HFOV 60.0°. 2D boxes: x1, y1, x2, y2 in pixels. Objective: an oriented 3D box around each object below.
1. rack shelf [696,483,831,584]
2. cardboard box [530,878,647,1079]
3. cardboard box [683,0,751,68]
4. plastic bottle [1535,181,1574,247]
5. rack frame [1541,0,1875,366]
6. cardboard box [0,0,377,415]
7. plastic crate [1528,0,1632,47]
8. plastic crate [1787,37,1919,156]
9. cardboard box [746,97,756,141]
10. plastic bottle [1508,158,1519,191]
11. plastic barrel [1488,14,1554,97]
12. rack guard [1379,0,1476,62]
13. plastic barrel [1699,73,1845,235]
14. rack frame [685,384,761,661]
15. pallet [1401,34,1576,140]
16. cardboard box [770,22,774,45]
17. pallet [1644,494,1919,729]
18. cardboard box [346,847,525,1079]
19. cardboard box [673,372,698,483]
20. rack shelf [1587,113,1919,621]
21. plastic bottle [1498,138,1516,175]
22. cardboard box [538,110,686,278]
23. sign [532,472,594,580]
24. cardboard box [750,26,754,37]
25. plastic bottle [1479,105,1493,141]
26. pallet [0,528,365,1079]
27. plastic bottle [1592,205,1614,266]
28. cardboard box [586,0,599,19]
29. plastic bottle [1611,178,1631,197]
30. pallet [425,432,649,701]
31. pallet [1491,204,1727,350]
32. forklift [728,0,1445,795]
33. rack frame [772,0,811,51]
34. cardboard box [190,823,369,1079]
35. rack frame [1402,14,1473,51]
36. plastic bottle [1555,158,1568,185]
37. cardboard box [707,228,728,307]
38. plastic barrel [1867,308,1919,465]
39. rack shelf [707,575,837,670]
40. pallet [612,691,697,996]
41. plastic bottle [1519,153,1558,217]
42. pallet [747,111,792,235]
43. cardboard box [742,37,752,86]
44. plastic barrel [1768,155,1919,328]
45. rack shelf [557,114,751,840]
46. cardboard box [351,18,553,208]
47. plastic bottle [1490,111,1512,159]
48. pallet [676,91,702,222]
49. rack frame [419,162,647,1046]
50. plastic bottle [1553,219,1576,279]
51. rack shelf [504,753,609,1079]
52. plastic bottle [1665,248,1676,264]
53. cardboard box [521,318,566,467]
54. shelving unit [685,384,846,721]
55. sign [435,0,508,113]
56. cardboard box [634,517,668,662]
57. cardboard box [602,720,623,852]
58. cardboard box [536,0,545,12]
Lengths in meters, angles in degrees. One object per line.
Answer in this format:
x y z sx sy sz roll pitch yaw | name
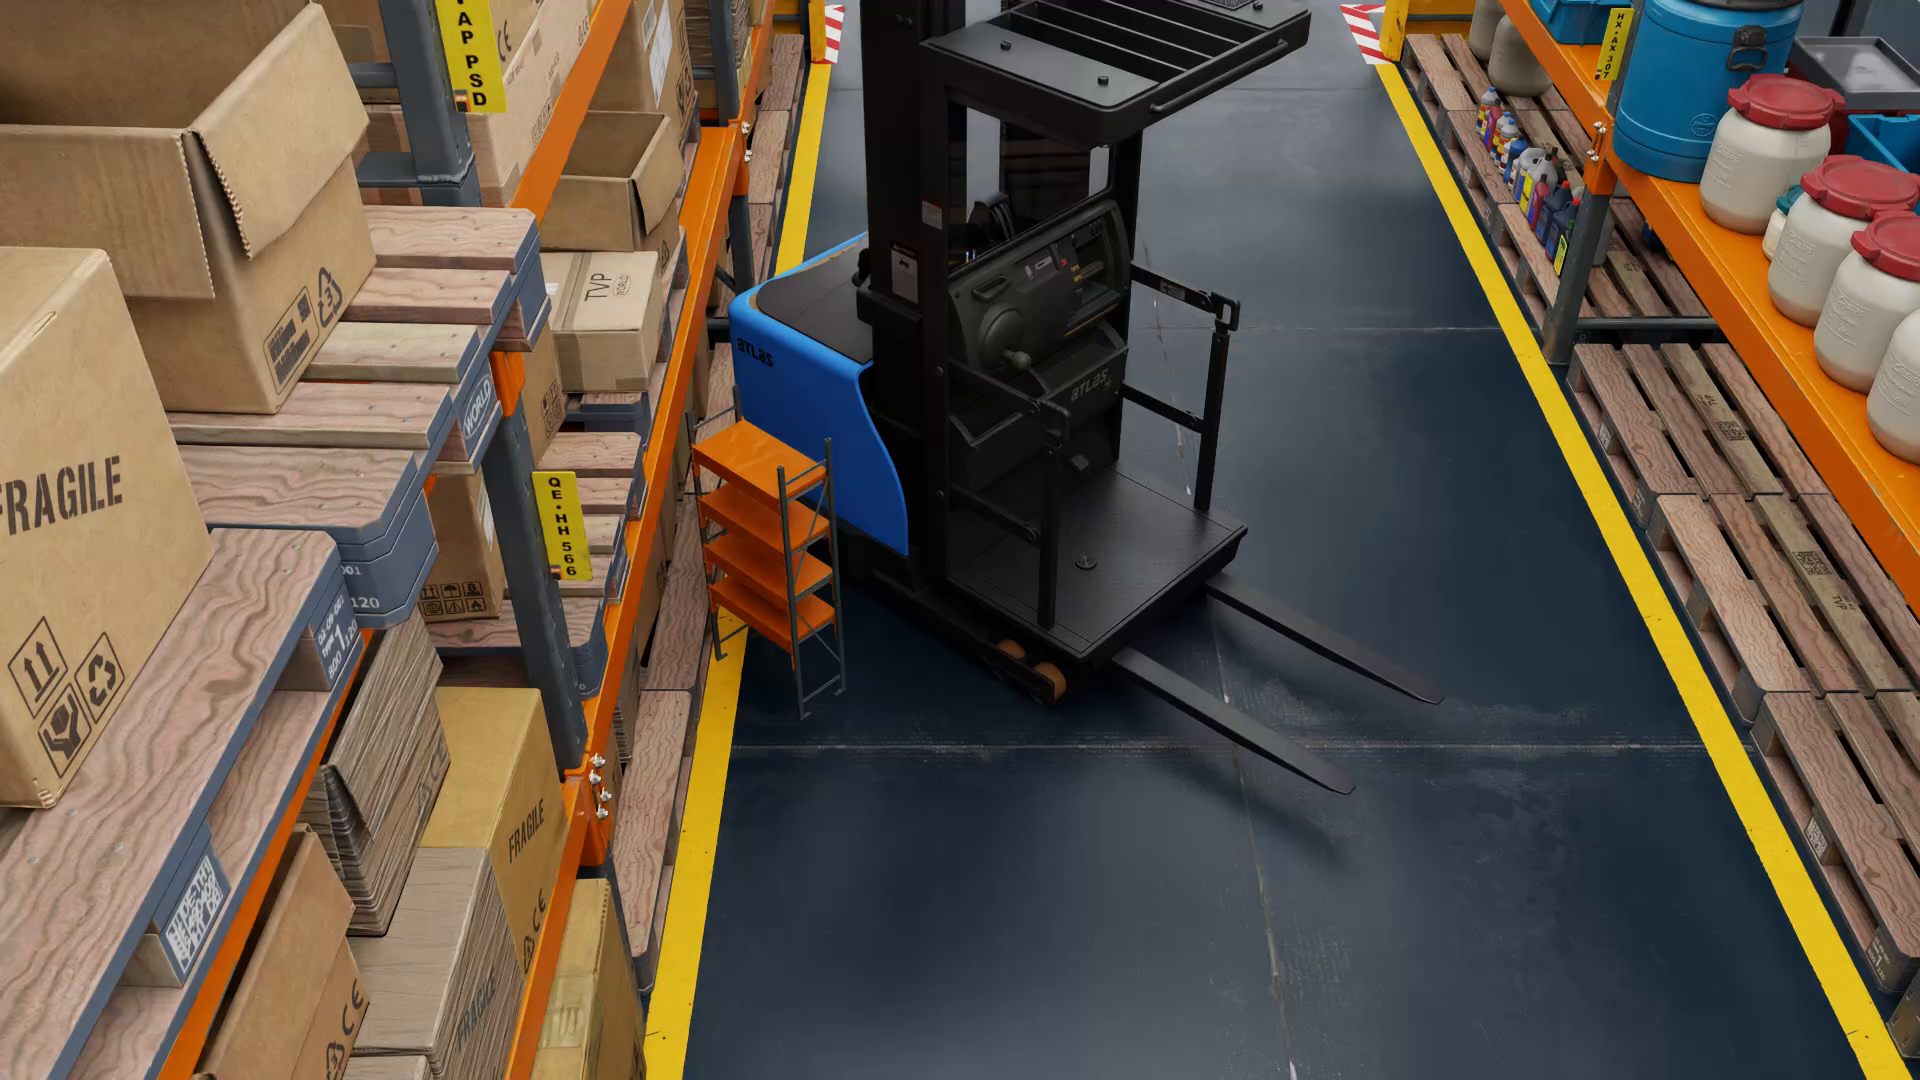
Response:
-0.712 -0.057 6.112 0.480 0.148 0.258 31 48 32 | rack shelf
-1.520 1.521 4.317 1.225 0.875 0.875 -2 39 -2 | cardboard box
-1.443 -2.514 7.670 0.875 0.500 0.500 0 39 0 | cardboard box
3.159 -1.741 8.791 0.144 0.351 0.185 -2 39 -2 | plastic bottle
3.448 -2.081 7.448 1.000 3.000 0.127 0 39 0 | rack frame
-1.427 -0.569 2.744 0.797 0.503 0.637 2 39 3 | cardboard box
3.176 -2.715 8.358 0.499 0.251 0.616 0 39 0 | plastic crate
3.755 -1.803 7.050 0.402 0.464 0.583 0 39 0 | plastic crate
-1.508 -2.611 9.773 0.500 0.500 0.500 3 39 4 | cardboard box
3.135 -2.060 9.308 0.097 0.201 0.097 0 39 0 | plastic bottle
3.522 -3.050 10.311 0.421 0.512 0.421 0 39 0 | plastic barrel
3.491 -3.559 11.292 1.175 0.500 0.348 0 39 0 | rack guard
3.230 -1.535 6.659 0.433 0.535 0.433 0 39 0 | plastic barrel
-0.889 -0.040 6.340 0.015 1.200 0.240 31 48 32 | rack frame
3.486 -2.938 10.748 1.003 0.211 1.213 0 39 0 | pallet
-1.525 -3.376 10.728 0.500 0.500 0.500 7 39 8 | cardboard box
3.492 0.263 6.753 1.003 0.211 1.213 0 39 0 | pallet
-1.257 1.005 3.517 0.500 0.500 0.500 0 39 0 | cardboard box
-1.544 -0.591 7.236 0.700 0.500 0.500 0 39 0 | cardboard box
3.451 -0.549 6.112 1.077 0.370 4.000 0 39 0 | rack shelf
3.135 -2.189 9.469 0.097 0.201 0.097 0 39 0 | plastic bottle
-1.410 -1.197 5.927 0.797 0.503 0.637 4 39 5 | cardboard box
-0.945 -0.030 3.963 0.100 0.325 0.005 0 39 0 | sign
-1.229 -2.583 8.275 0.380 0.149 0.250 0 39 0 | cardboard box
3.134 -2.463 9.811 0.097 0.201 0.097 0 39 0 | plastic bottle
-1.442 0.429 2.068 1.003 0.211 1.213 2 39 2 | pallet
3.304 -1.621 8.641 0.144 0.351 0.185 0 39 0 | plastic bottle
-1.256 -1.624 4.600 0.500 0.250 0.500 1 39 1 | cardboard box
3.714 -2.063 9.251 0.152 0.276 0.135 0 39 0 | plastic bottle
-1.607 0.054 4.938 1.213 0.211 1.003 0 39 0 | pallet
3.489 -1.413 8.844 1.003 0.211 1.213 0 39 0 | pallet
0.462 -0.878 6.001 3.031 2.935 1.130 30 47 32 | forklift
-1.509 -4.579 10.565 1.000 3.000 0.127 0 39 0 | rack frame
-1.517 0.859 2.898 0.797 0.503 0.637 1 39 1 | cardboard box
3.444 -4.582 10.569 1.000 3.000 0.127 0 39 0 | rack frame
3.261 -1.933 9.084 0.061 0.283 0.133 0 39 0 | plastic bottle
-1.465 -1.516 8.406 0.500 0.500 0.500 -1 39 -1 | cardboard box
3.238 -0.530 5.423 0.421 0.512 0.421 0 39 0 | plastic barrel
-0.712 0.272 6.376 0.480 0.148 0.258 31 48 32 | rack shelf
-1.499 1.024 5.804 1.003 0.211 1.213 0 39 0 | pallet
3.159 -1.943 9.043 0.144 0.351 0.185 0 39 0 | plastic bottle
-1.545 -2.174 9.794 1.003 0.211 1.213 0 39 0 | pallet
-1.191 -2.270 7.885 0.380 0.149 0.250 0 39 0 | cardboard box
3.231 -1.077 6.086 0.433 0.535 0.433 0 39 0 | plastic barrel
-1.502 -0.546 6.108 1.077 0.370 4.000 0 39 0 | rack shelf
-1.246 -0.982 3.798 0.500 0.250 0.500 1 39 1 | cardboard box
3.135 -2.341 9.602 0.097 0.271 0.097 0 39 0 | plastic bottle
-1.649 -1.524 6.907 1.003 0.211 1.213 0 39 0 | pallet
-1.500 0.424 4.322 1.000 3.000 0.127 0 39 0 | rack frame
3.118 -1.493 8.535 0.061 0.283 0.133 2 39 2 | plastic bottle
-1.498 1.956 2.986 1.077 0.370 4.000 0 39 0 | rack shelf
3.752 -1.594 8.660 0.061 0.283 0.133 0 39 0 | plastic bottle
-1.641 -0.465 5.016 0.700 0.500 0.500 5 39 7 | cardboard box
-0.712 0.065 6.209 0.503 1.200 0.258 31 48 32 | shelving unit
-0.945 -0.974 3.192 0.100 0.325 0.005 0 39 0 | sign
-1.542 0.108 6.364 0.700 0.500 0.500 3 39 4 | cardboard box
-1.521 0.809 5.489 0.700 0.500 0.500 -2 39 -2 | cardboard box
-1.240 -1.592 3.959 0.500 0.500 0.500 0 39 0 | cardboard box
